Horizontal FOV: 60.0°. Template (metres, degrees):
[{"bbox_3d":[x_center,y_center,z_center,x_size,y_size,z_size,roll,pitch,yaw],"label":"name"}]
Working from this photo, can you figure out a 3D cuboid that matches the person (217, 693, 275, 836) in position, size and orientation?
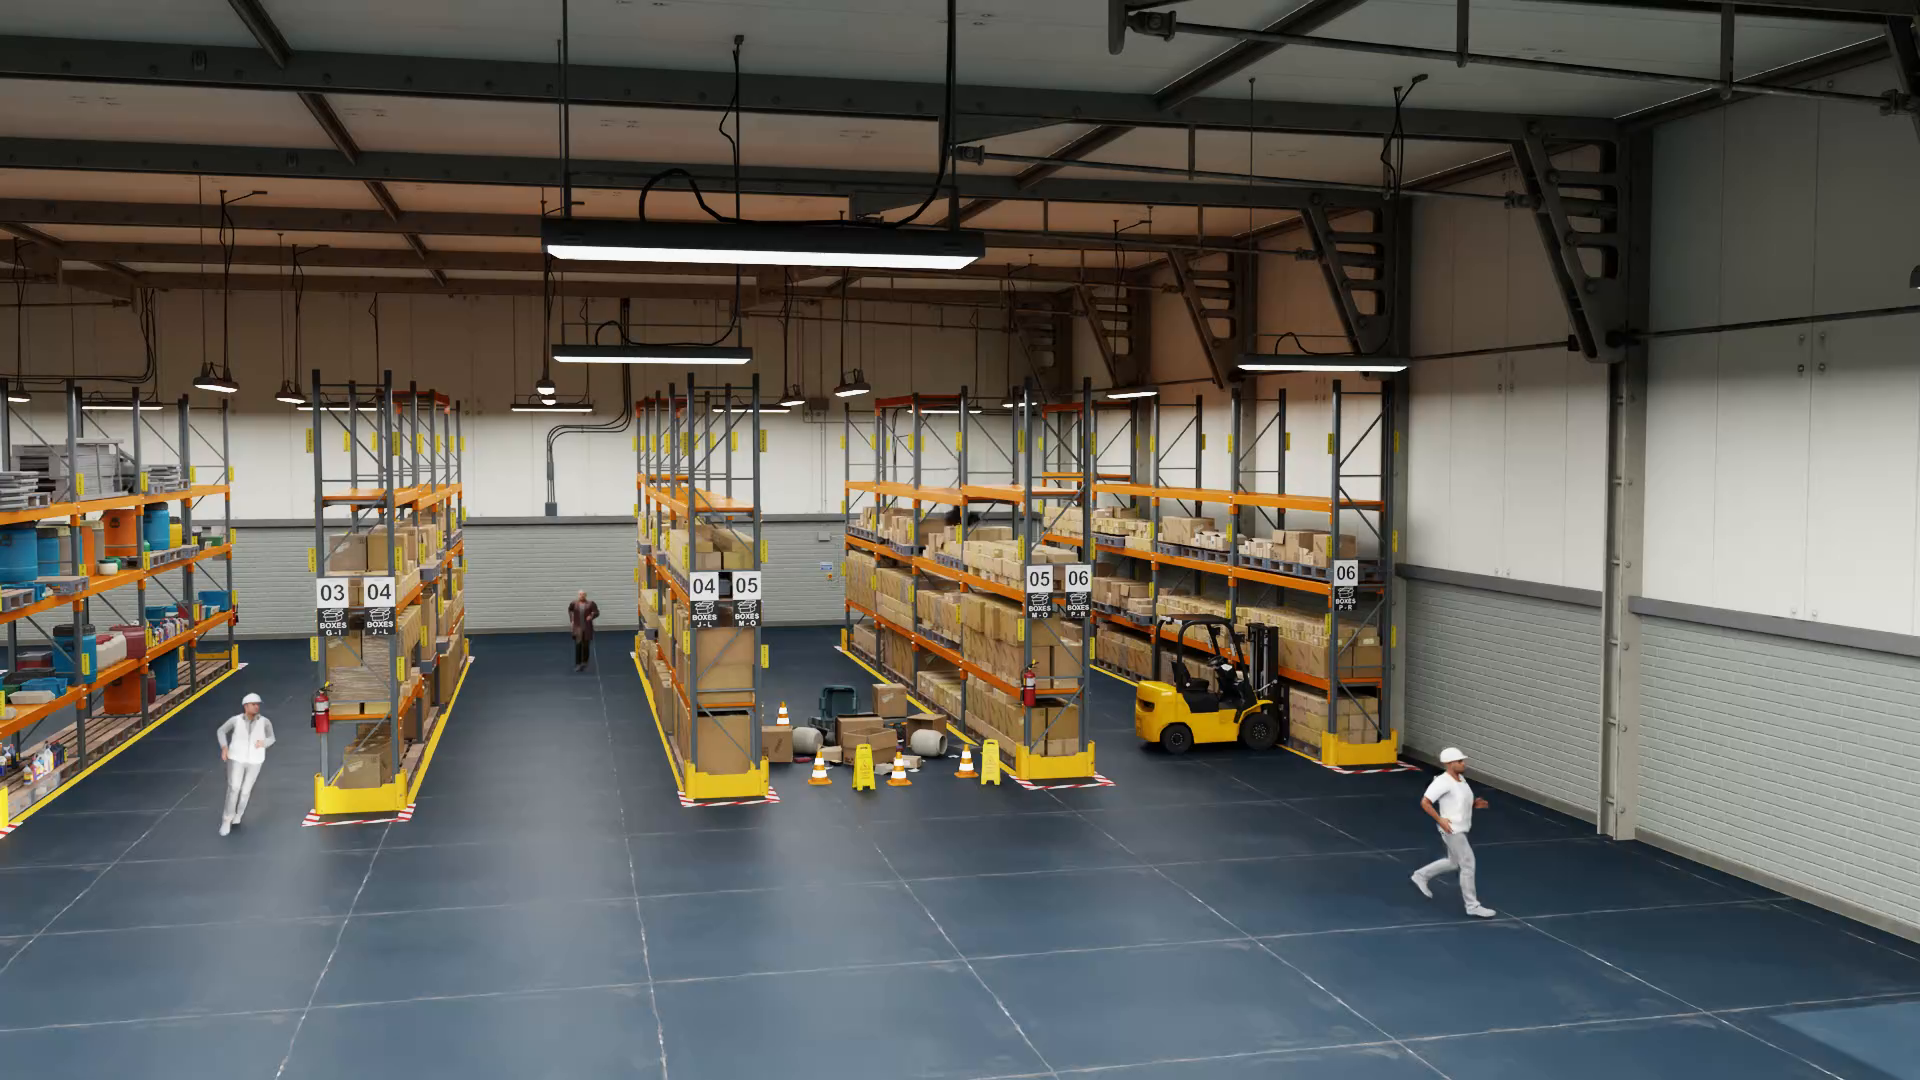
[{"bbox_3d":[-9.295,2.878,21.632,0.736,1.755,0.764,-2,4,-29],"label":"person"}]

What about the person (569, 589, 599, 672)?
[{"bbox_3d":[-8.322,1.996,36.820,0.677,1.827,0.911,-1,3,-10],"label":"person"}]

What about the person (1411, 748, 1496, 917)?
[{"bbox_3d":[5.263,3.086,17.741,0.963,1.747,0.710,2,4,34],"label":"person"}]
